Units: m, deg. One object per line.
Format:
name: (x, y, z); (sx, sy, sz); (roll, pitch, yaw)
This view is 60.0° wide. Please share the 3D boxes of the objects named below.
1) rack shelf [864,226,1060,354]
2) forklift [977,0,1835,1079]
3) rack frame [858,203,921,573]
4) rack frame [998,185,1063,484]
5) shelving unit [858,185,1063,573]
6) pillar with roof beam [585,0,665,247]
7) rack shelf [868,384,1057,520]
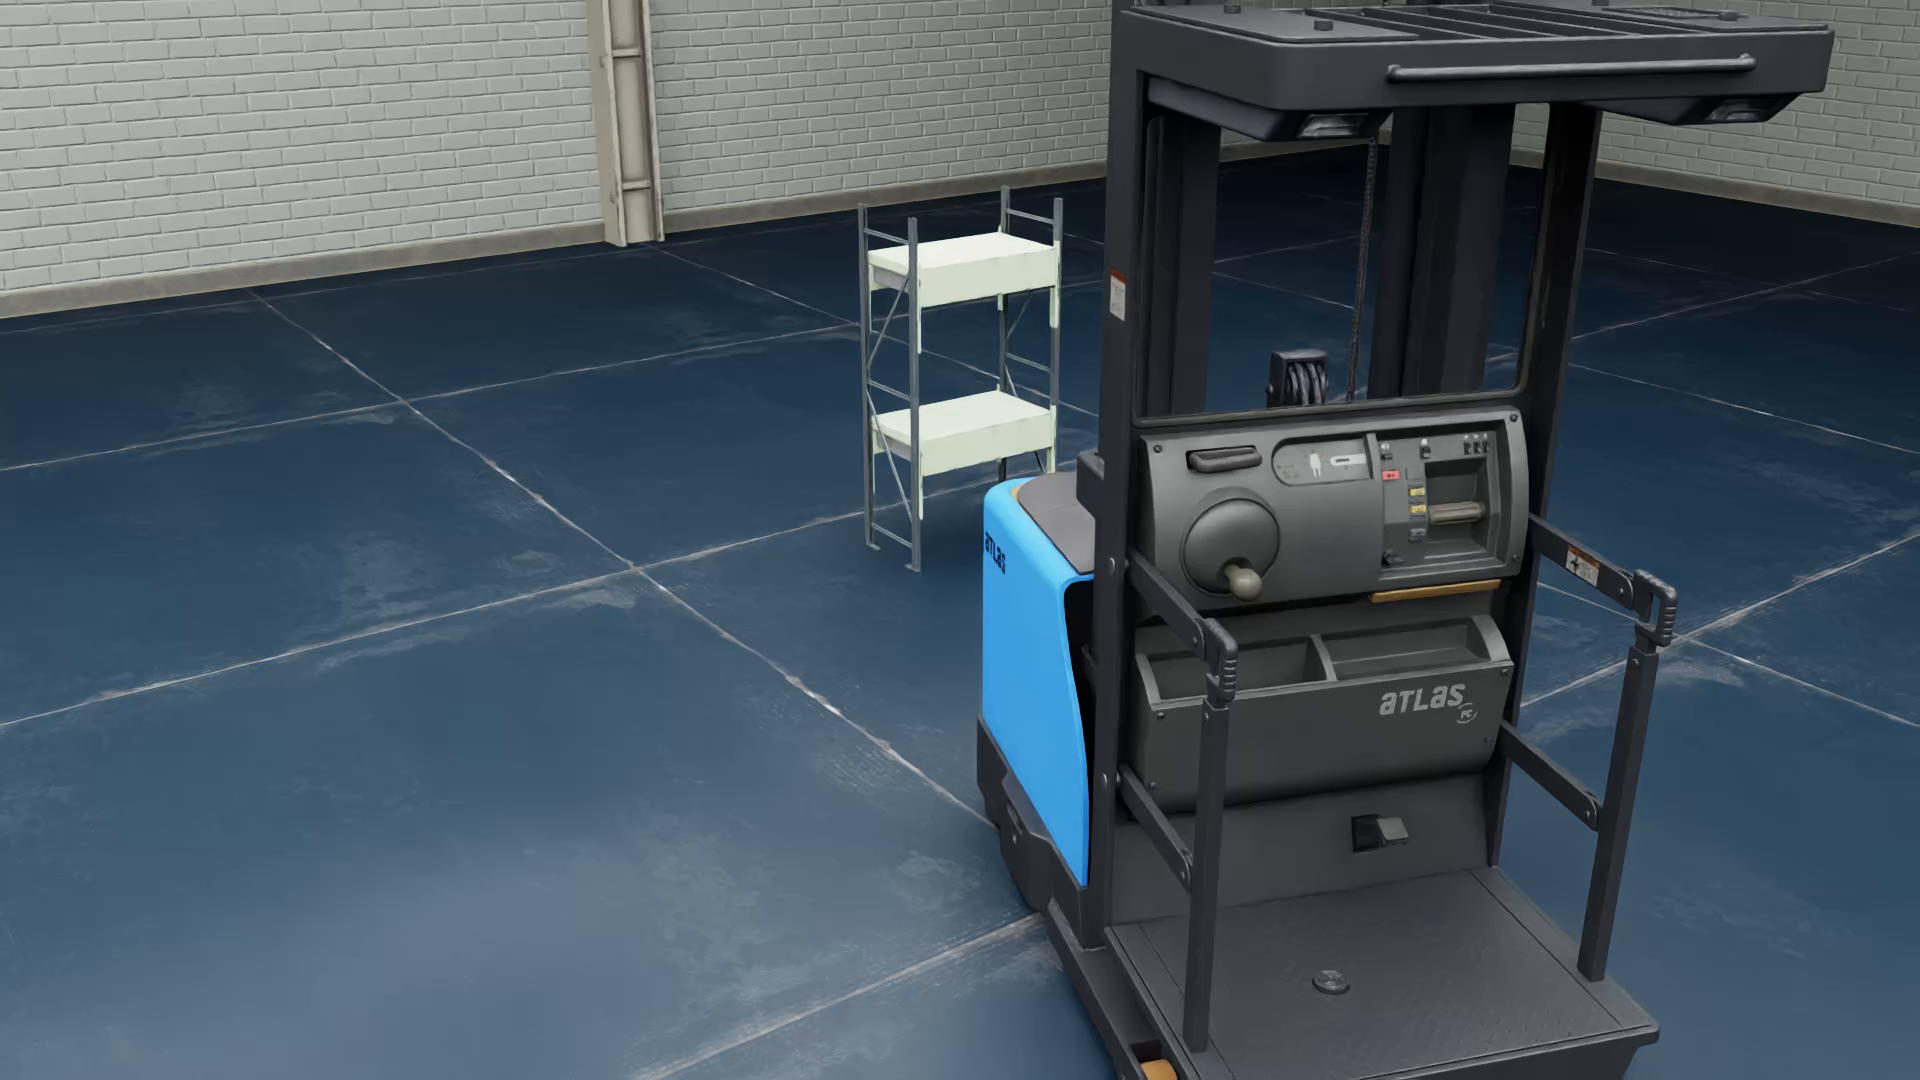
rack shelf: (0.005, -1.061, 6.977); (0.720, 0.370, 0.431); (-15, 26, -33)
forklift: (0.924, -0.060, 3.592); (1.130, 2.935, 3.031); (-6, 22, -14)
rack frame: (-0.292, -0.619, 6.924); (0.023, 1.500, 0.400); (-15, 26, -33)
rack frame: (0.303, -0.777, 7.321); (0.023, 1.500, 0.400); (-15, 26, -33)
shelving unit: (0.005, -0.698, 7.122); (0.755, 1.500, 0.431); (-15, 26, -33)
pillar with roof beam: (-0.122, -5.311, 8.565); (0.400, 9.000, 9.100); (-15, 26, -33)
rack shelf: (0.005, -0.395, 7.243); (0.720, 0.370, 0.431); (-15, 26, -33)
